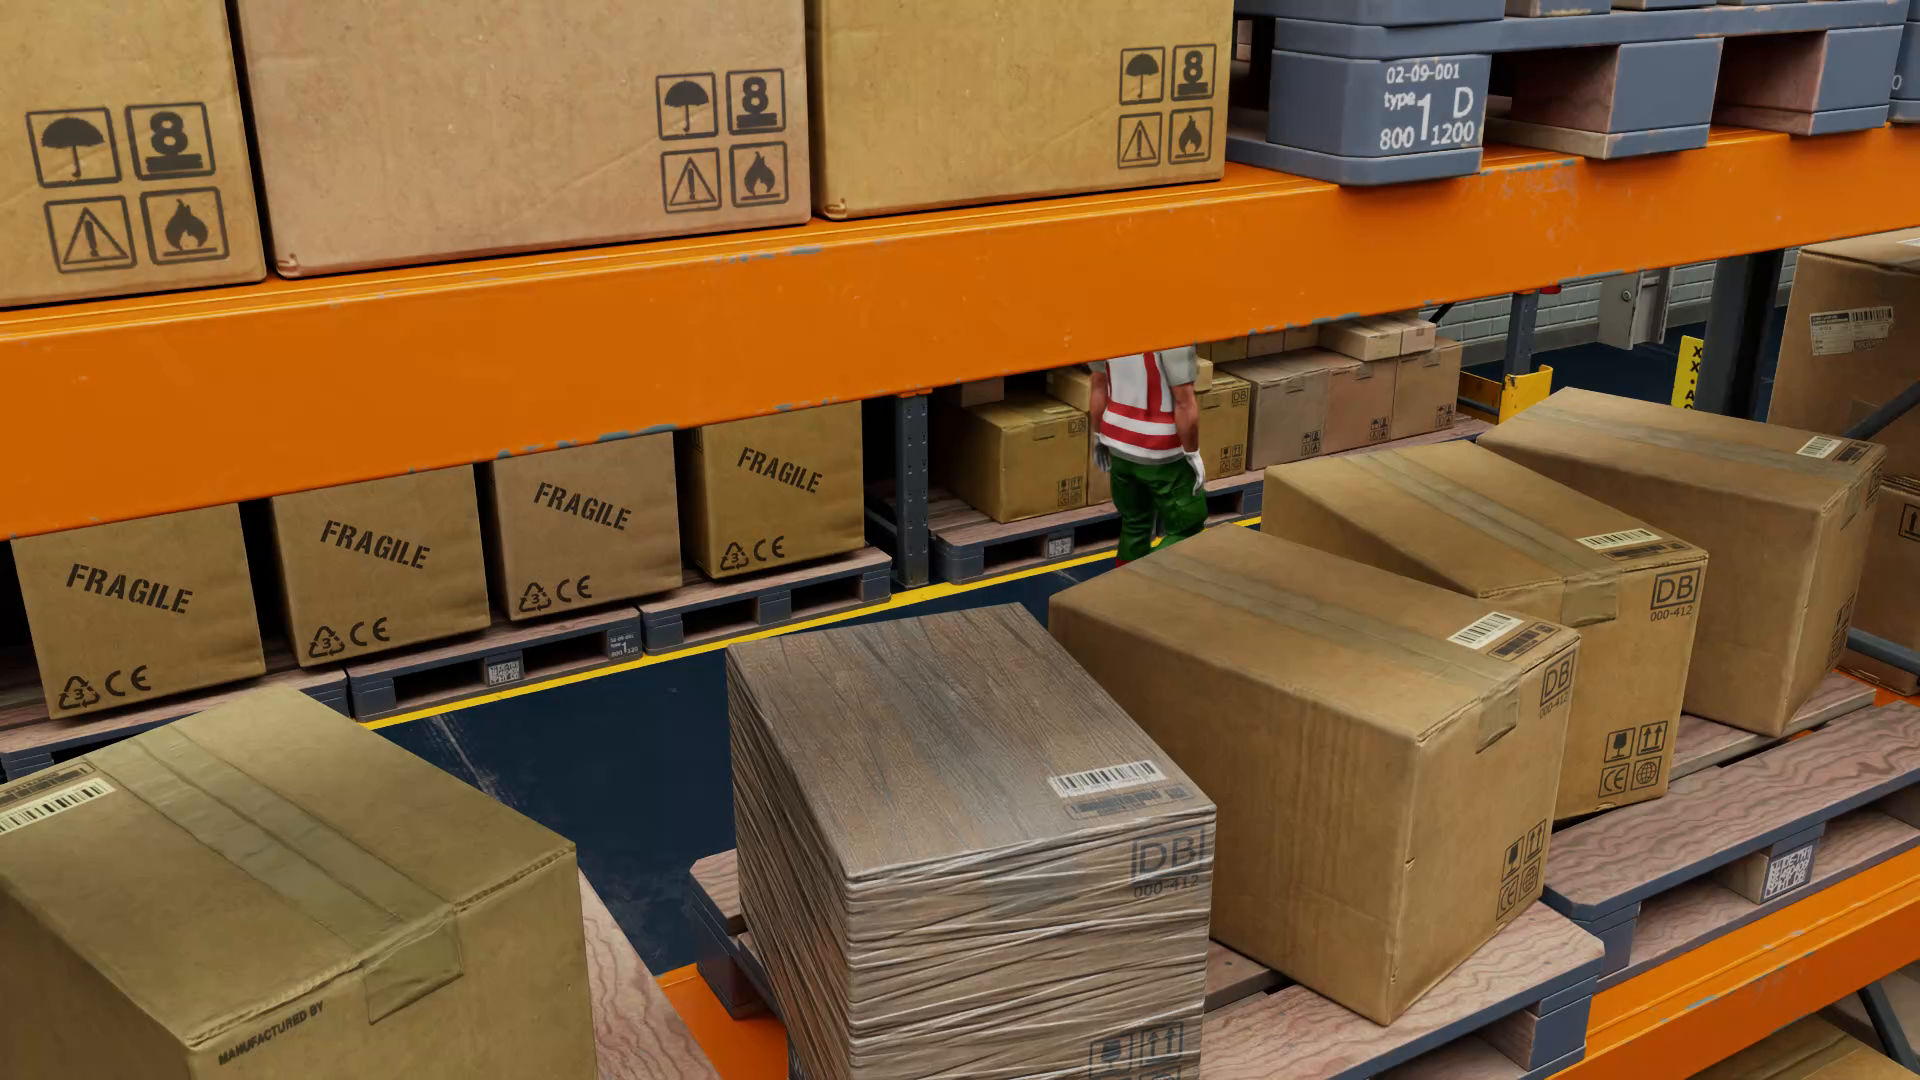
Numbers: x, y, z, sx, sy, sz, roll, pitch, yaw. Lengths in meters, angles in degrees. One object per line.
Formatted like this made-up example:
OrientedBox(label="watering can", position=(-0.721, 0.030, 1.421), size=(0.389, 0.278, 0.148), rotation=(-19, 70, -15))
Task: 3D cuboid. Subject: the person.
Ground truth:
OrientedBox(label="person", position=(0.770, -0.371, 6.961), size=(0.711, 1.775, 0.604), rotation=(-20, 29, -41))
